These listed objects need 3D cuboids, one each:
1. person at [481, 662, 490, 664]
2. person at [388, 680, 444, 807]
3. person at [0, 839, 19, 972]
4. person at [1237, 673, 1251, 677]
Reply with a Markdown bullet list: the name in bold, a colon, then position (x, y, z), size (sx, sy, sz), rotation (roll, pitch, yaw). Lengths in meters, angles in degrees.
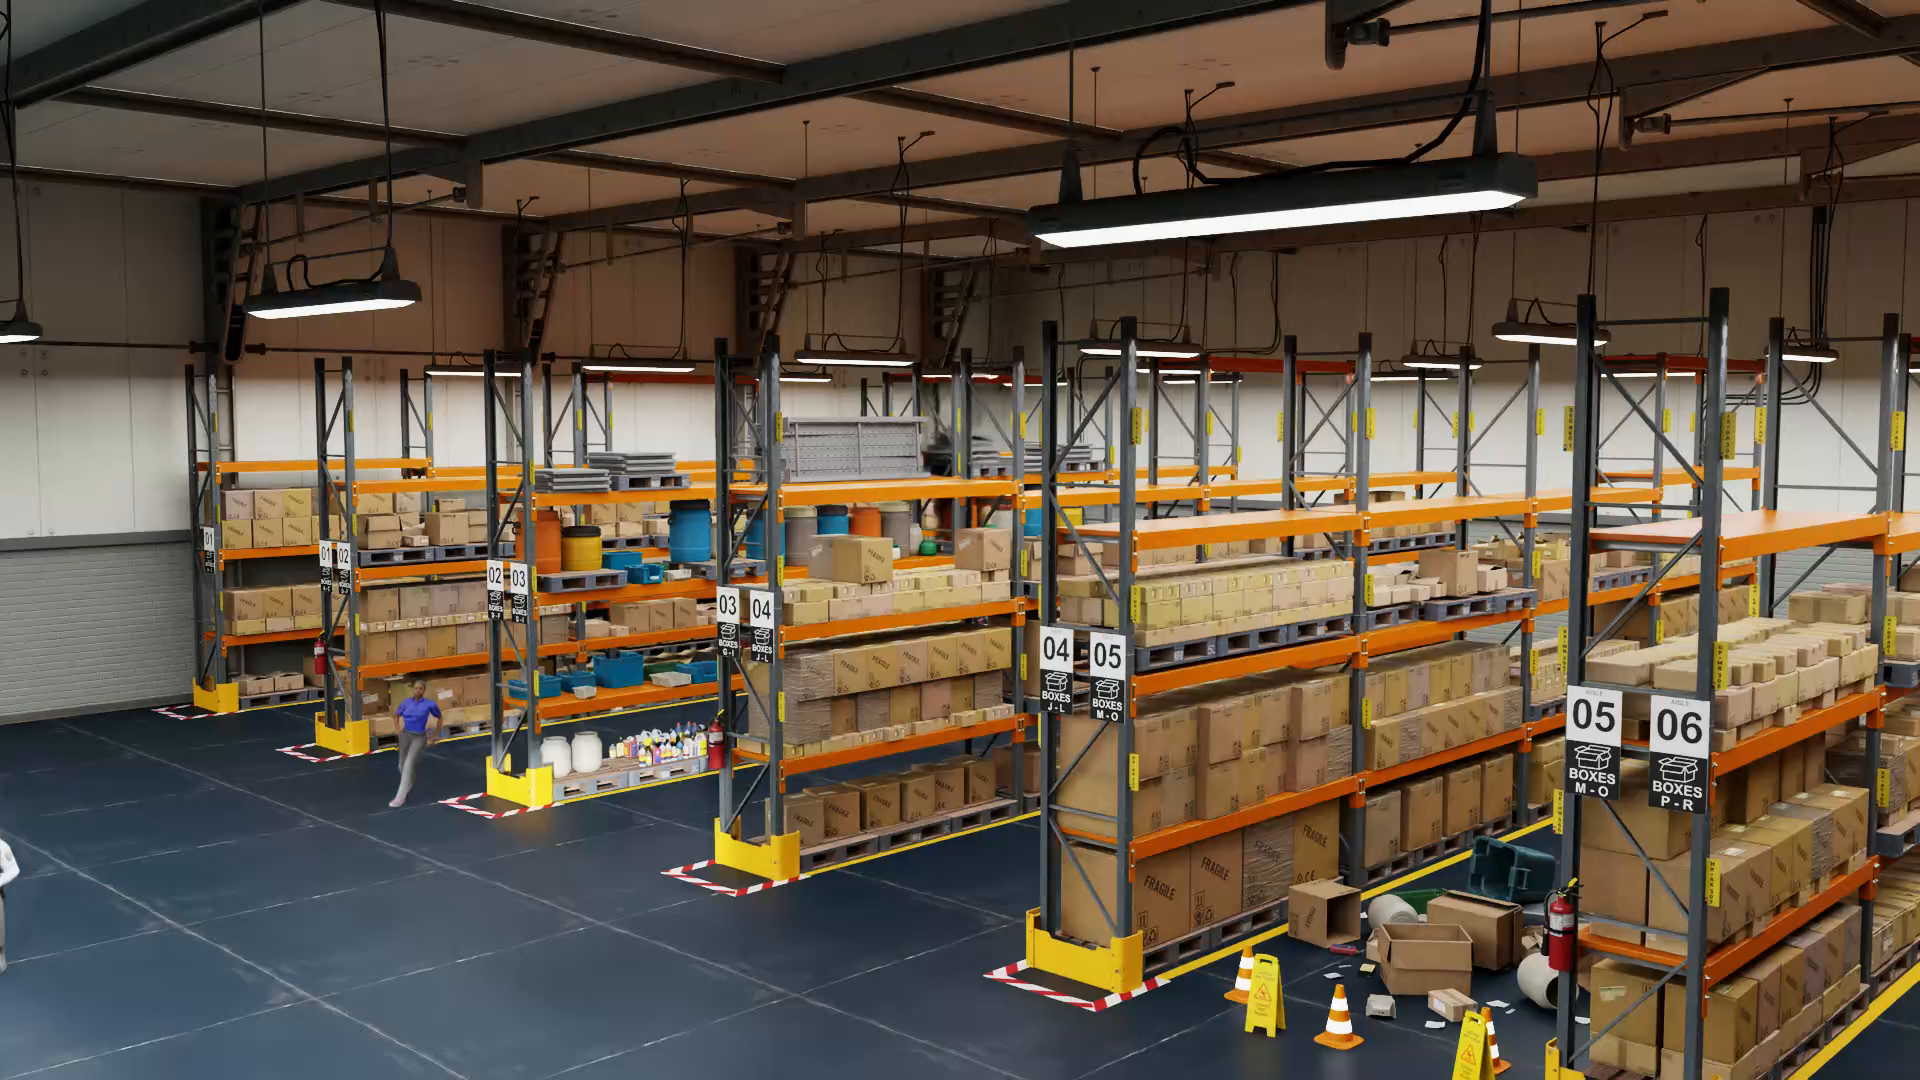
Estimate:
- **person**: position (-8.173, 2.076, 29.100), size (0.663, 1.772, 0.816), rotation (3, 6, 37)
- **person**: position (-7.225, 2.668, 22.073), size (0.649, 1.600, 0.883), rotation (0, 4, 4)
- **person**: position (-8.705, 3.202, 14.774), size (0.625, 1.660, 0.767), rotation (-2, 5, -25)
- **person**: position (3.804, 2.559, 22.354), size (0.685, 1.818, 0.831), rotation (3, 6, 38)
